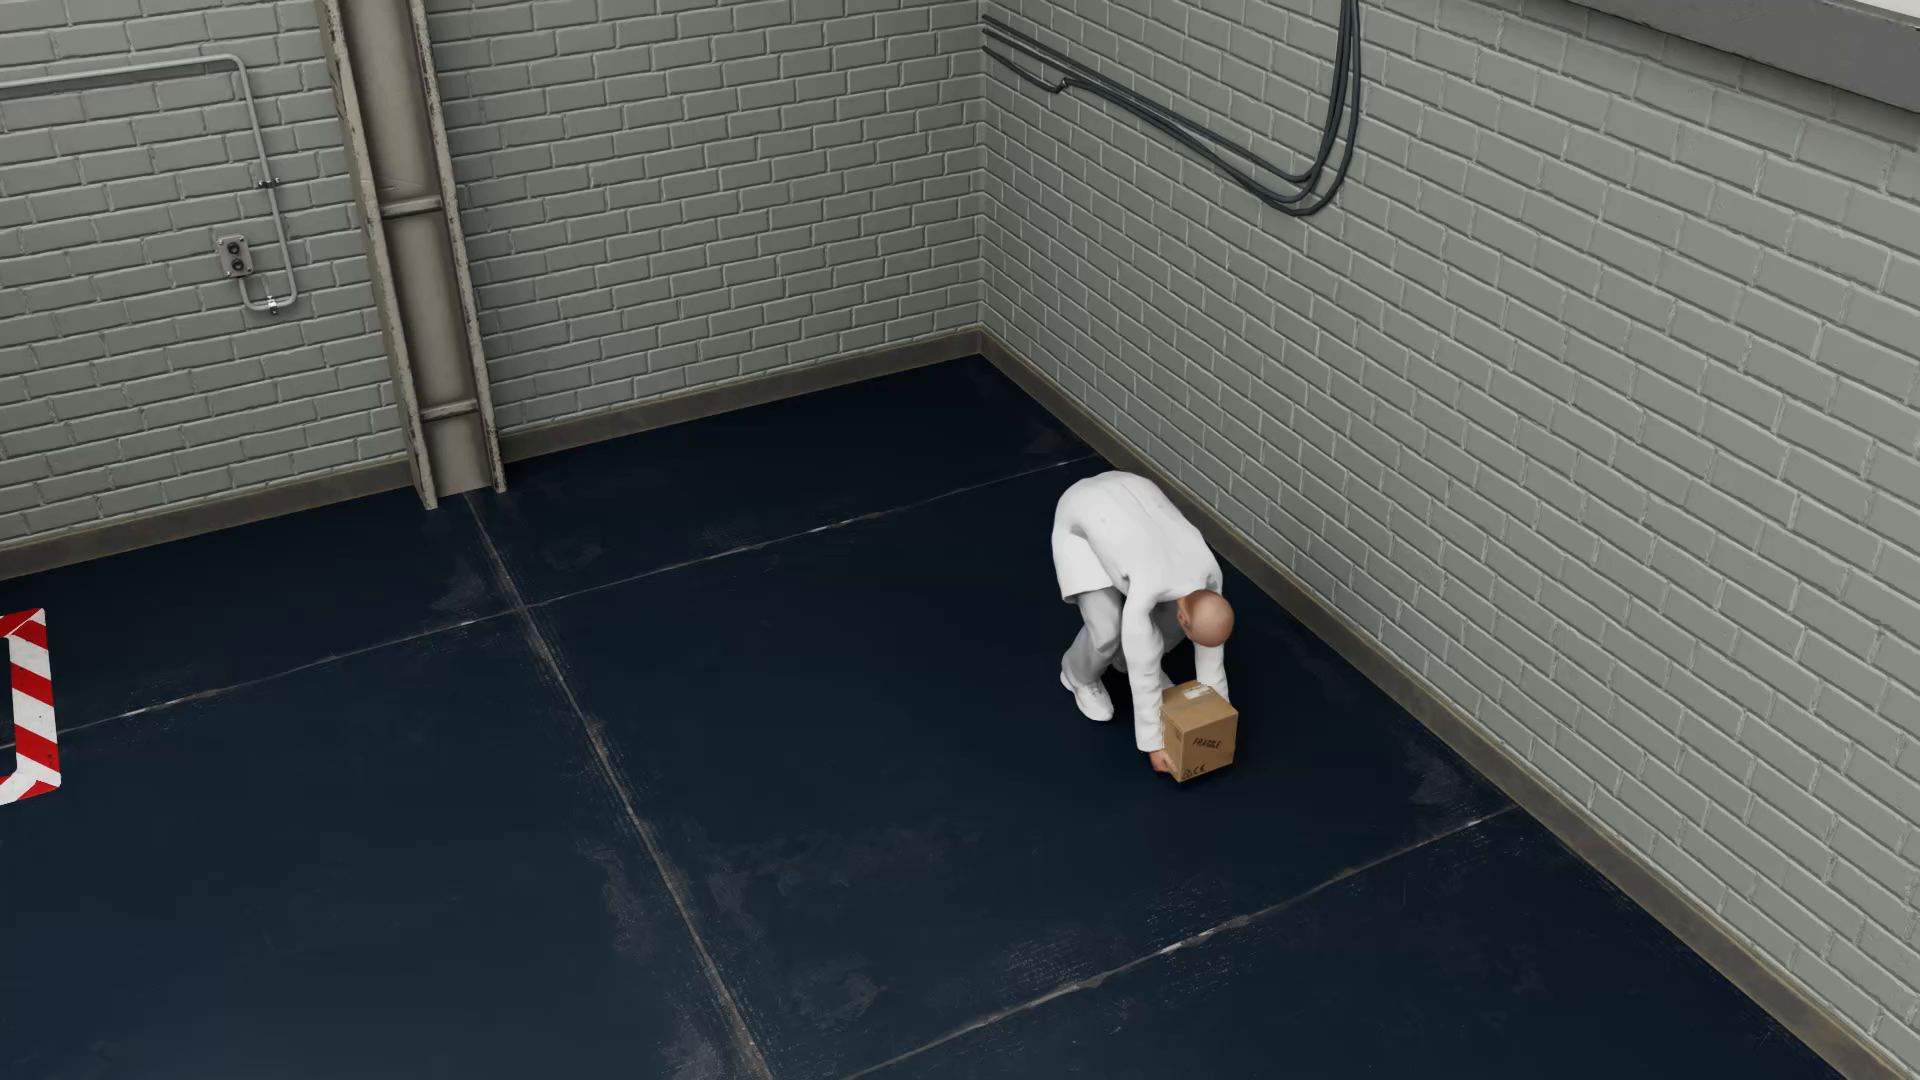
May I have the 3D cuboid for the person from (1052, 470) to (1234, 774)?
[{"bbox_3d":[0.719,0.283,6.446,0.593,0.981,0.944,-18,37,-25],"label":"person"}]
